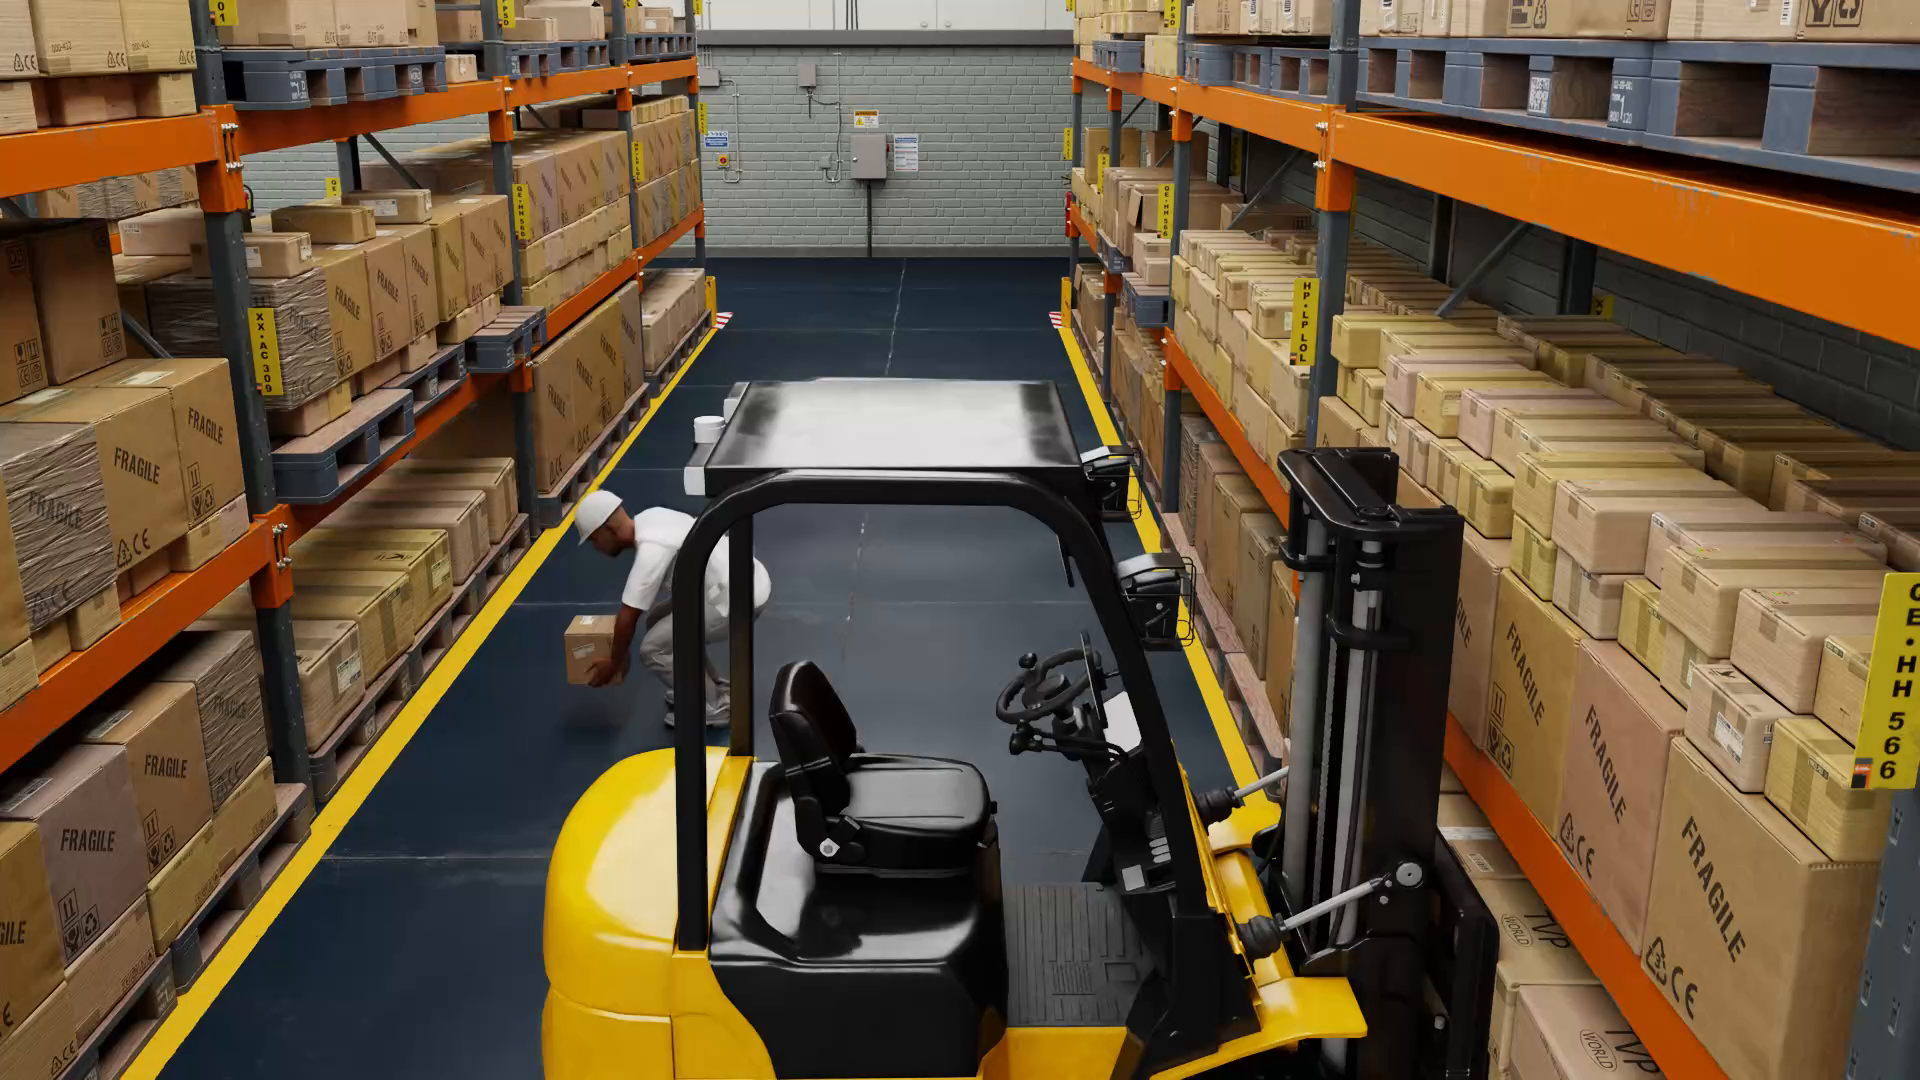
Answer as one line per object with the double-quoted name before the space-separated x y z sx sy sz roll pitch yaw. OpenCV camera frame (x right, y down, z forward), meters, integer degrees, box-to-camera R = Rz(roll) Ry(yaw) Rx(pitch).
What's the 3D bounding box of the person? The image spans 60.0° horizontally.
"person" -1.302 0.305 7.634 0.860 1.111 0.603 0 17 -1
